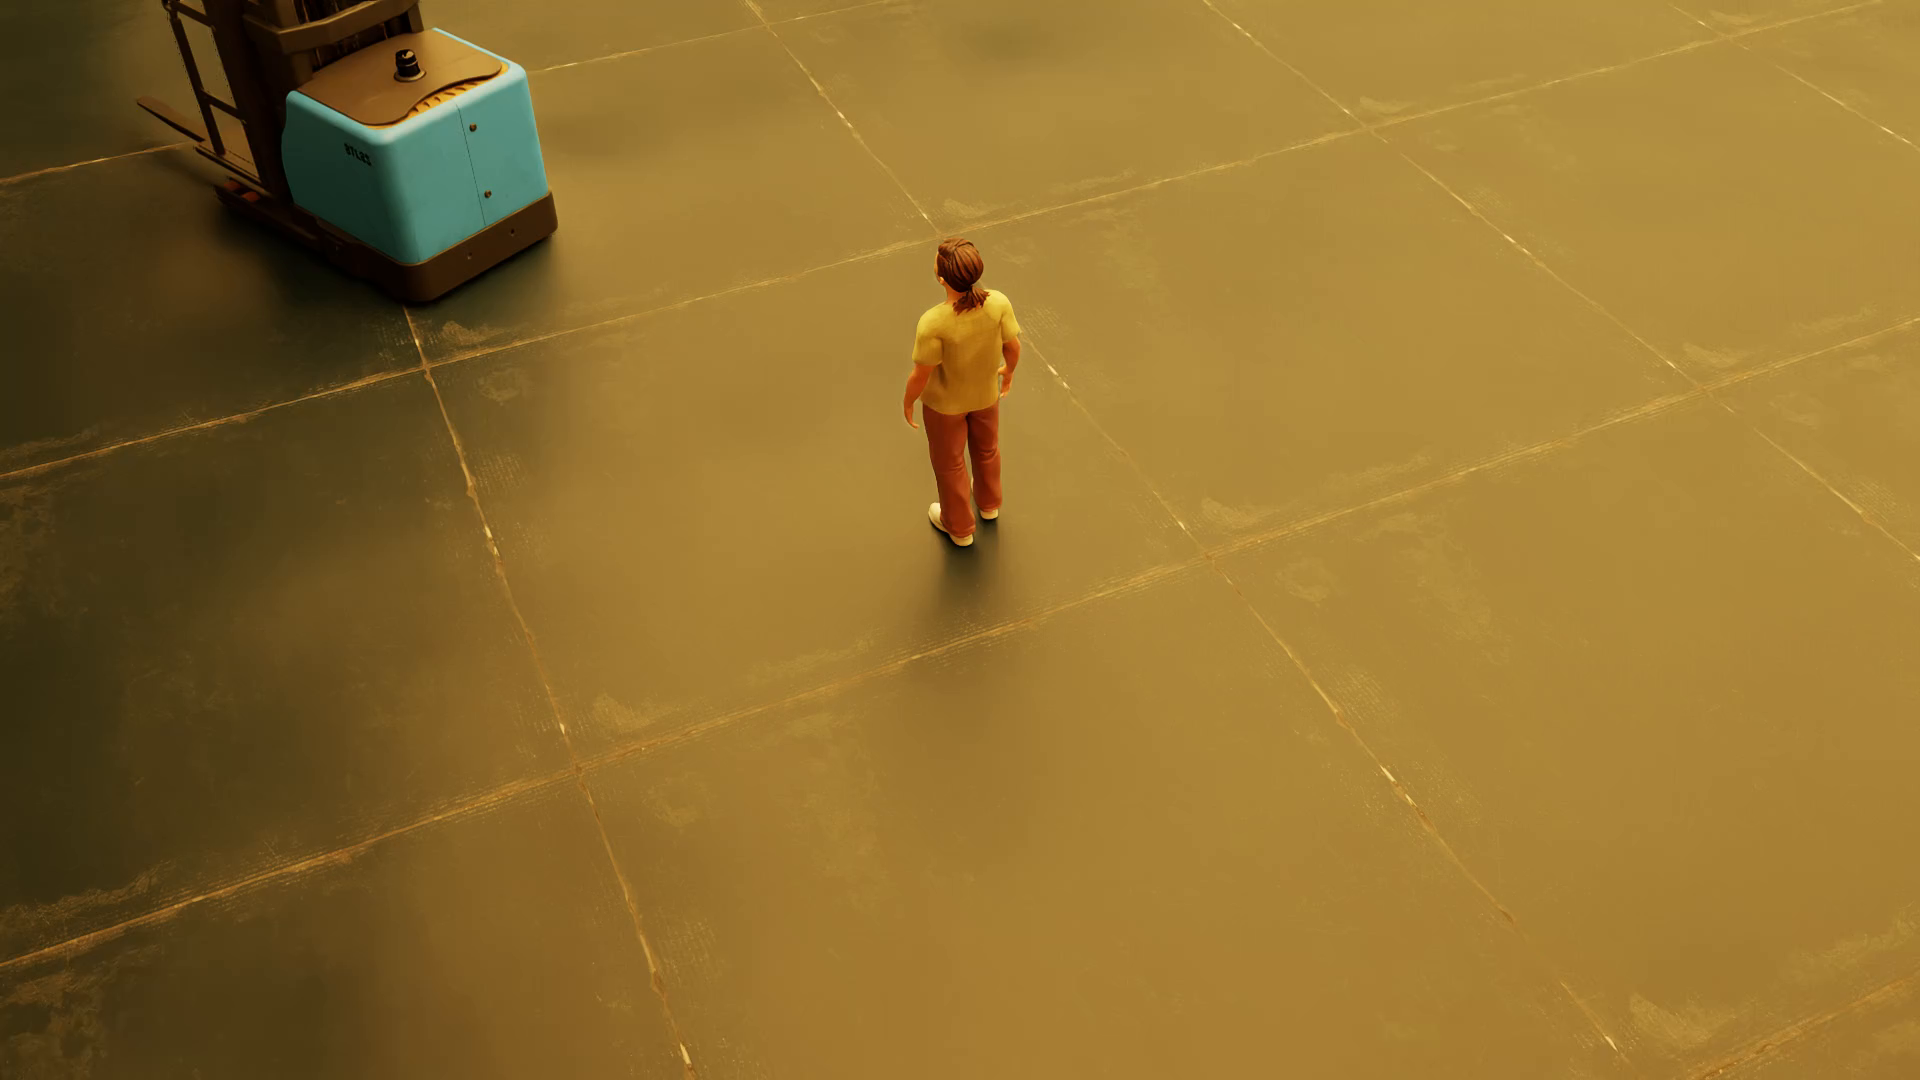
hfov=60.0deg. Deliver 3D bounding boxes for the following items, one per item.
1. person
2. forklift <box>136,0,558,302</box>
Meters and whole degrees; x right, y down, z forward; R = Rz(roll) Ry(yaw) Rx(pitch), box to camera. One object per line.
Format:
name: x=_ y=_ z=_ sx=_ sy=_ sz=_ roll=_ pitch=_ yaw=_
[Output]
person: x=-0.020 y=-0.667 z=7.304 sx=0.553 sy=1.675 sz=0.549 roll=-18 pitch=46 yaw=-18
forklift: x=-3.806 y=-3.218 z=9.129 sx=3.031 sy=2.935 sz=1.130 roll=29 pitch=50 yaw=27
